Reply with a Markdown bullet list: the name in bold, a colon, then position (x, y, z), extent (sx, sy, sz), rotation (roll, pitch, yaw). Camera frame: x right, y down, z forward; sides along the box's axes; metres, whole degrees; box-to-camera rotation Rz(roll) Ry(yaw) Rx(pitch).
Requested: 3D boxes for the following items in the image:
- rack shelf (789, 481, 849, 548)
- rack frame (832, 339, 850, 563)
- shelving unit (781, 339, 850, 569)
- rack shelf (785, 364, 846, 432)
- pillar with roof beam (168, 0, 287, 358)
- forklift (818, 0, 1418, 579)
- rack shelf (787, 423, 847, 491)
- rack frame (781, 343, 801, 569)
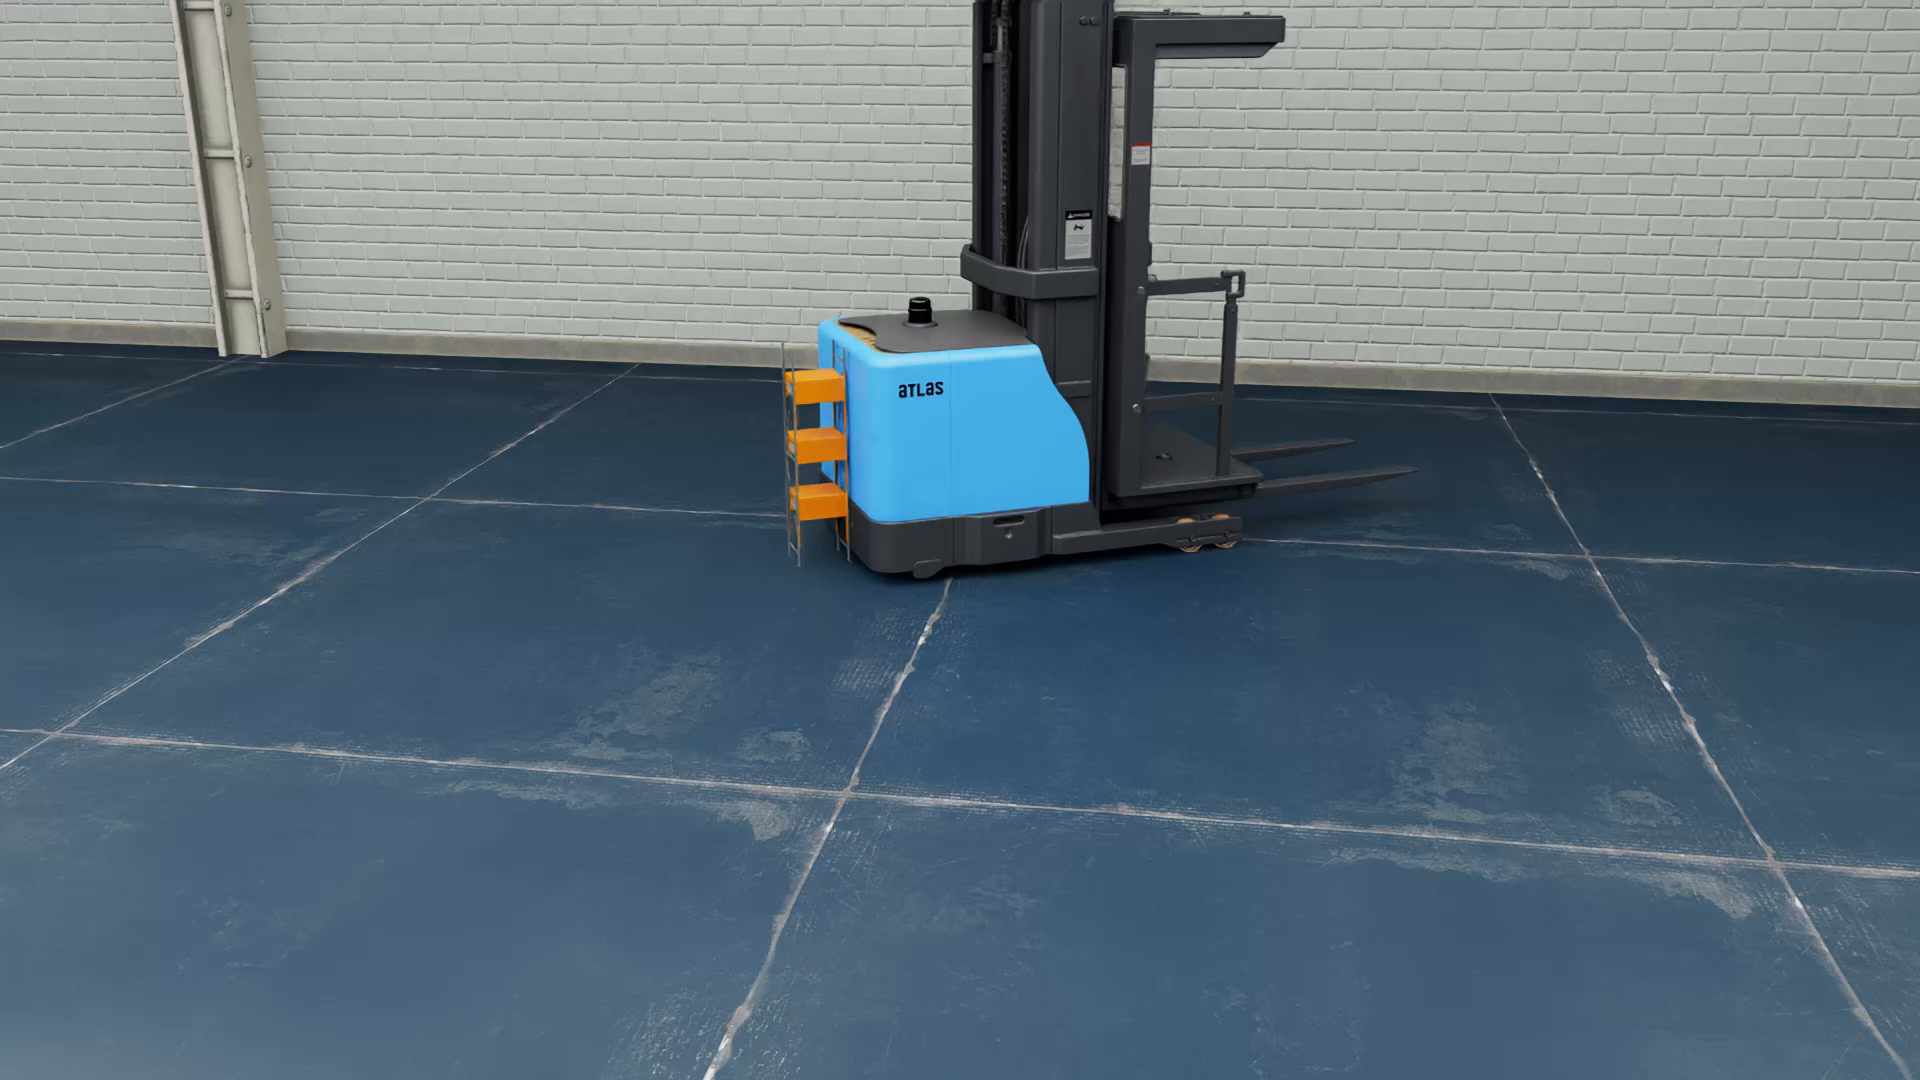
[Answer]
- **rack shelf**: position (-0.679, -0.131, 7.948), extent (0.240, 0.259, 0.215), rotation (-7, 20, -19)
- **rack frame**: position (-0.565, -0.417, 7.896), extent (0.008, 1.050, 0.200), rotation (-7, 20, -19)
- **shelving unit**: position (-0.679, -0.404, 7.856), extent (0.252, 1.050, 0.215), rotation (-7, 20, -19)
- **rack shelf**: position (-0.679, -0.663, 7.770), extent (0.240, 0.259, 0.215), rotation (-7, 20, -19)
- **pillar with roof beam**: position (-5.996, -4.331, 7.066), extent (0.400, 9.000, 9.100), rotation (3, 19, 9)
- **forklift**: position (0.861, -1.479, 8.104), extent (3.031, 2.935, 1.130), rotation (-7, 20, -19)
- **rack shelf**: position (-0.679, -0.394, 7.860), extent (0.240, 0.259, 0.215), rotation (-7, 20, -19)
- **rack frame**: position (-0.794, -0.391, 7.817), extent (0.008, 1.050, 0.200), rotation (-7, 20, -19)
